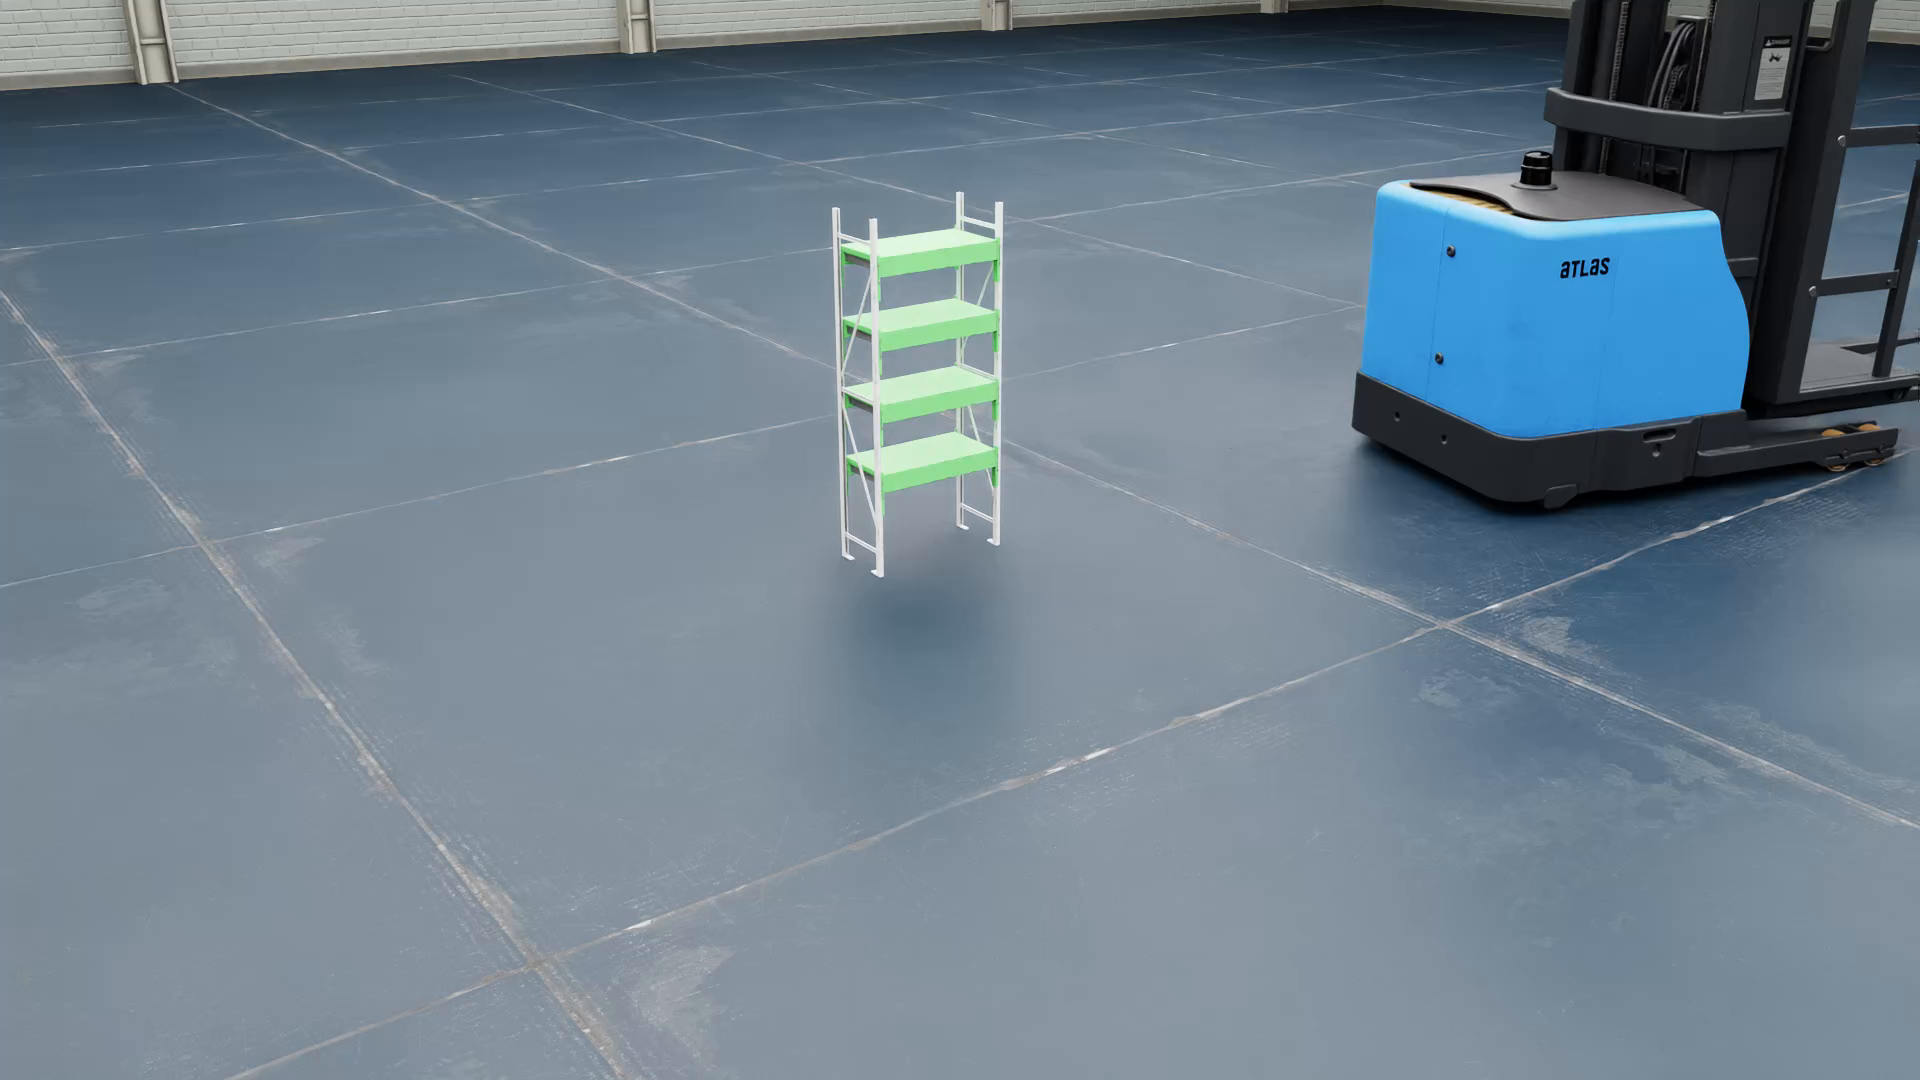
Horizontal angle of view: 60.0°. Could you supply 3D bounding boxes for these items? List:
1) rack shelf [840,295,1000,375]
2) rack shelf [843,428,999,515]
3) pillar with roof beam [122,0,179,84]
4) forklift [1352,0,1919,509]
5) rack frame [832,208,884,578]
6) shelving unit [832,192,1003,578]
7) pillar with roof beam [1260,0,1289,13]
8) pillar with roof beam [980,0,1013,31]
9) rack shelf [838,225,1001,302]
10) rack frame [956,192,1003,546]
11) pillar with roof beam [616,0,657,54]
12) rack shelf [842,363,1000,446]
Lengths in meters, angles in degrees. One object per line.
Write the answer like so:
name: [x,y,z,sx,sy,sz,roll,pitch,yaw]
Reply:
rack shelf: [-0.134,-0.685,5.519,0.480,0.148,0.258,-15,26,-33]
rack shelf: [-0.134,-0.239,5.697,0.480,0.148,0.258,-15,26,-33]
pillar with roof beam: [-6.667,-8.126,14.117,0.400,9.000,9.100,-15,26,-33]
forklift: [3.190,-1.803,6.460,3.031,2.935,1.130,-8,23,-20]
rack frame: [-0.332,-0.469,5.452,0.015,1.200,0.240,-15,26,-33]
shelving unit: [-0.134,-0.521,5.584,0.503,1.200,0.258,-15,26,-33]
pillar with roof beam: [7.944,-12.022,23.881,0.400,9.000,9.100,-15,26,-33]
pillar with roof beam: [3.073,-10.723,20.627,0.400,9.000,9.100,-15,26,-33]
rack shelf: [-0.134,-0.908,5.430,0.480,0.148,0.258,-15,26,-33]
rack frame: [0.064,-0.574,5.717,0.015,1.200,0.240,-15,26,-33]
pillar with roof beam: [-1.797,-9.424,17.372,0.400,9.000,9.100,-15,26,-33]
rack shelf: [-0.134,-0.462,5.608,0.480,0.148,0.258,-15,26,-33]
